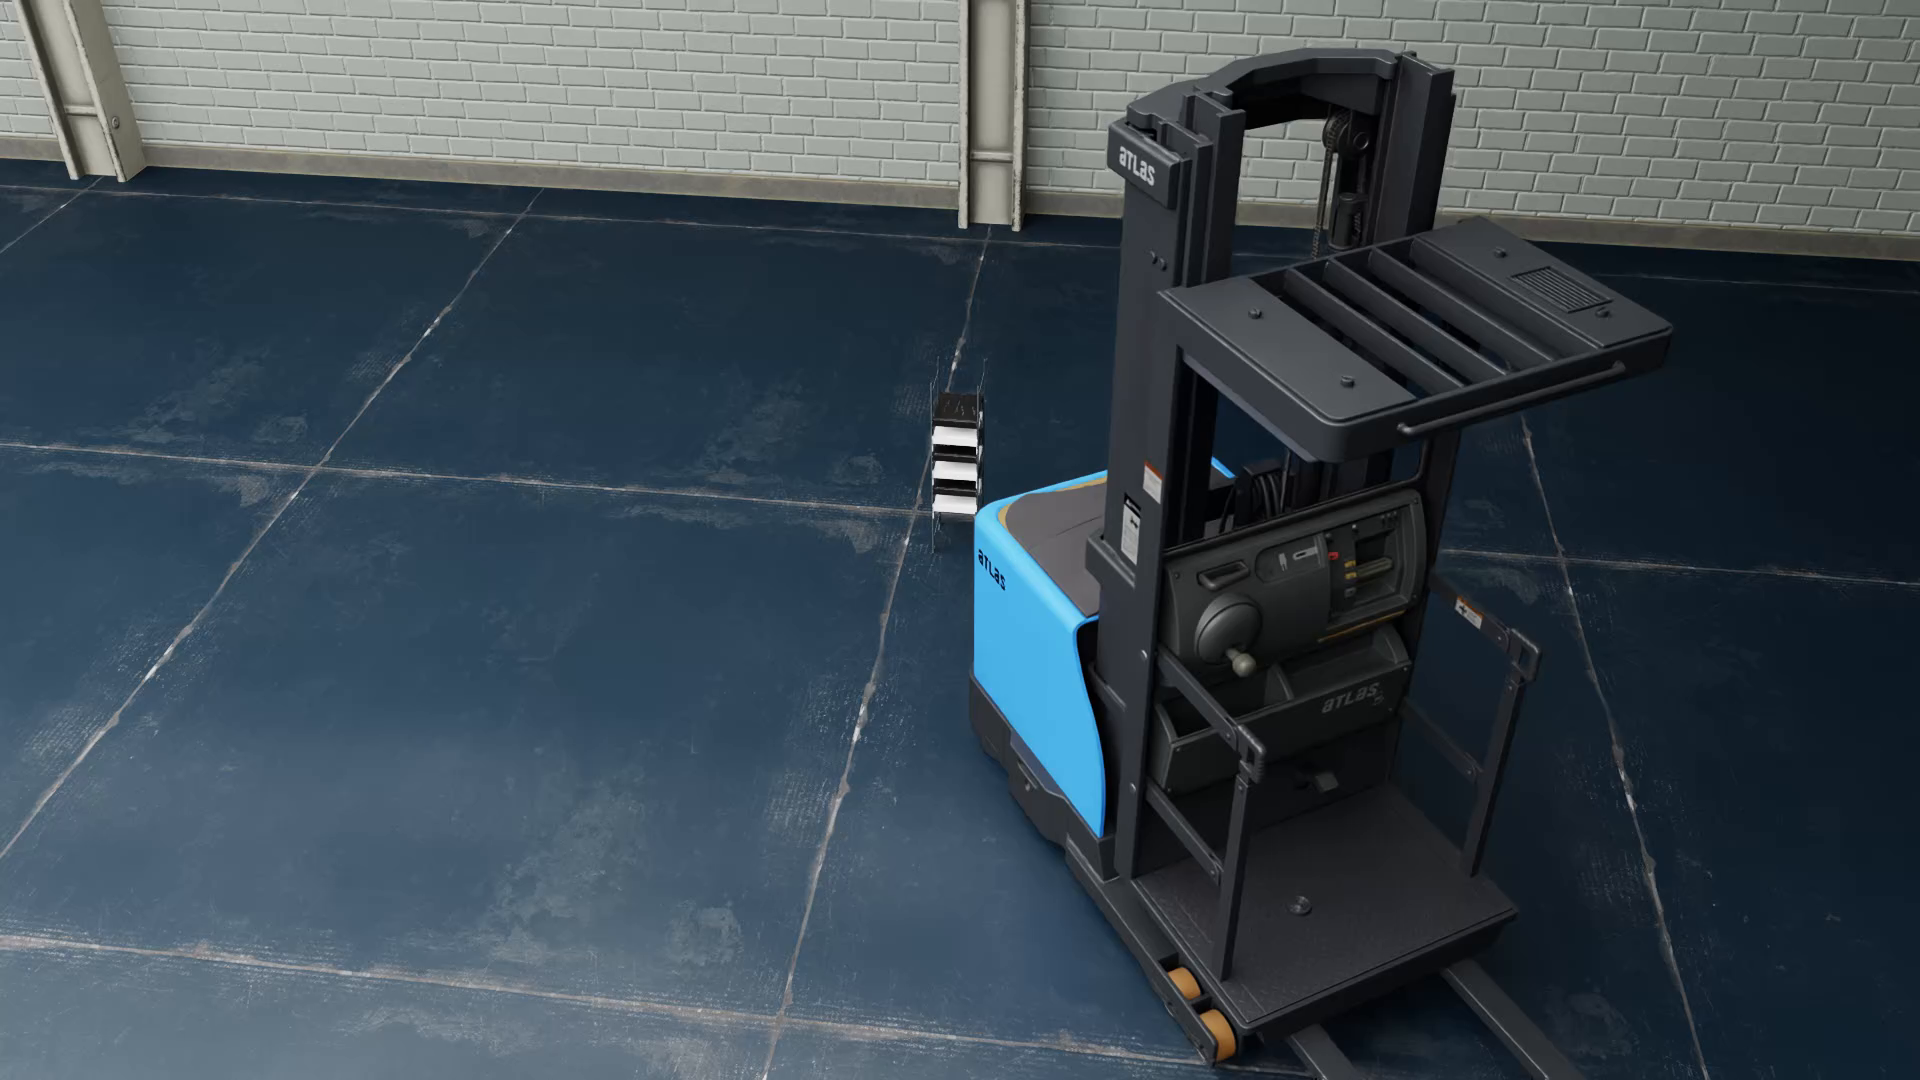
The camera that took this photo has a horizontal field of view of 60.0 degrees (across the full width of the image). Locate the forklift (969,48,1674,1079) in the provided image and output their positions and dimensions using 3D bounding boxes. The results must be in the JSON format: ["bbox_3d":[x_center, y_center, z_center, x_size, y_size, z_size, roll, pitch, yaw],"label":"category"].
[{"bbox_3d":[1.141,0.200,4.947,1.130,2.935,3.031,-16,39,-21],"label":"forklift"}]

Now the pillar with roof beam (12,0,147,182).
[{"bbox_3d":[-6.293,-3.675,5.152,0.400,9.000,9.100,4,36,6],"label":"pillar with roof beam"}]

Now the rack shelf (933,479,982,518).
[{"bbox_3d":[-0.008,-0.193,7.613,0.200,0.077,0.258,4,36,6],"label":"rack shelf"}]

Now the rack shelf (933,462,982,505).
[{"bbox_3d":[-0.008,-0.267,7.561,0.200,0.077,0.258,4,36,6],"label":"rack shelf"}]

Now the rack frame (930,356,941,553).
[{"bbox_3d":[-0.109,-0.374,7.500,0.006,0.900,0.240,4,36,6],"label":"rack frame"}]

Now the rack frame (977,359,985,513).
[{"bbox_3d":[0.093,-0.359,7.479,0.006,0.900,0.240,4,36,6],"label":"rack frame"}]

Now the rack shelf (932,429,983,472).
[{"bbox_3d":[-0.008,-0.413,7.457,0.200,0.077,0.258,4,36,6],"label":"rack shelf"}]

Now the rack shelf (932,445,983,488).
[{"bbox_3d":[-0.008,-0.340,7.509,0.200,0.077,0.258,4,36,6],"label":"rack shelf"}]

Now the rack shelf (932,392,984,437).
[{"bbox_3d":[-0.008,-0.560,7.352,0.200,0.077,0.258,4,36,6],"label":"rack shelf"}]

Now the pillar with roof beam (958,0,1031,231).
[{"bbox_3d":[-0.342,-3.231,4.530,0.400,9.000,9.100,4,36,6],"label":"pillar with roof beam"}]

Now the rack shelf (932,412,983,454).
[{"bbox_3d":[-0.008,-0.486,7.404,0.200,0.077,0.258,4,36,6],"label":"rack shelf"}]

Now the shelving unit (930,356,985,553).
[{"bbox_3d":[-0.008,-0.367,7.489,0.210,0.900,0.258,4,36,6],"label":"shelving unit"}]
